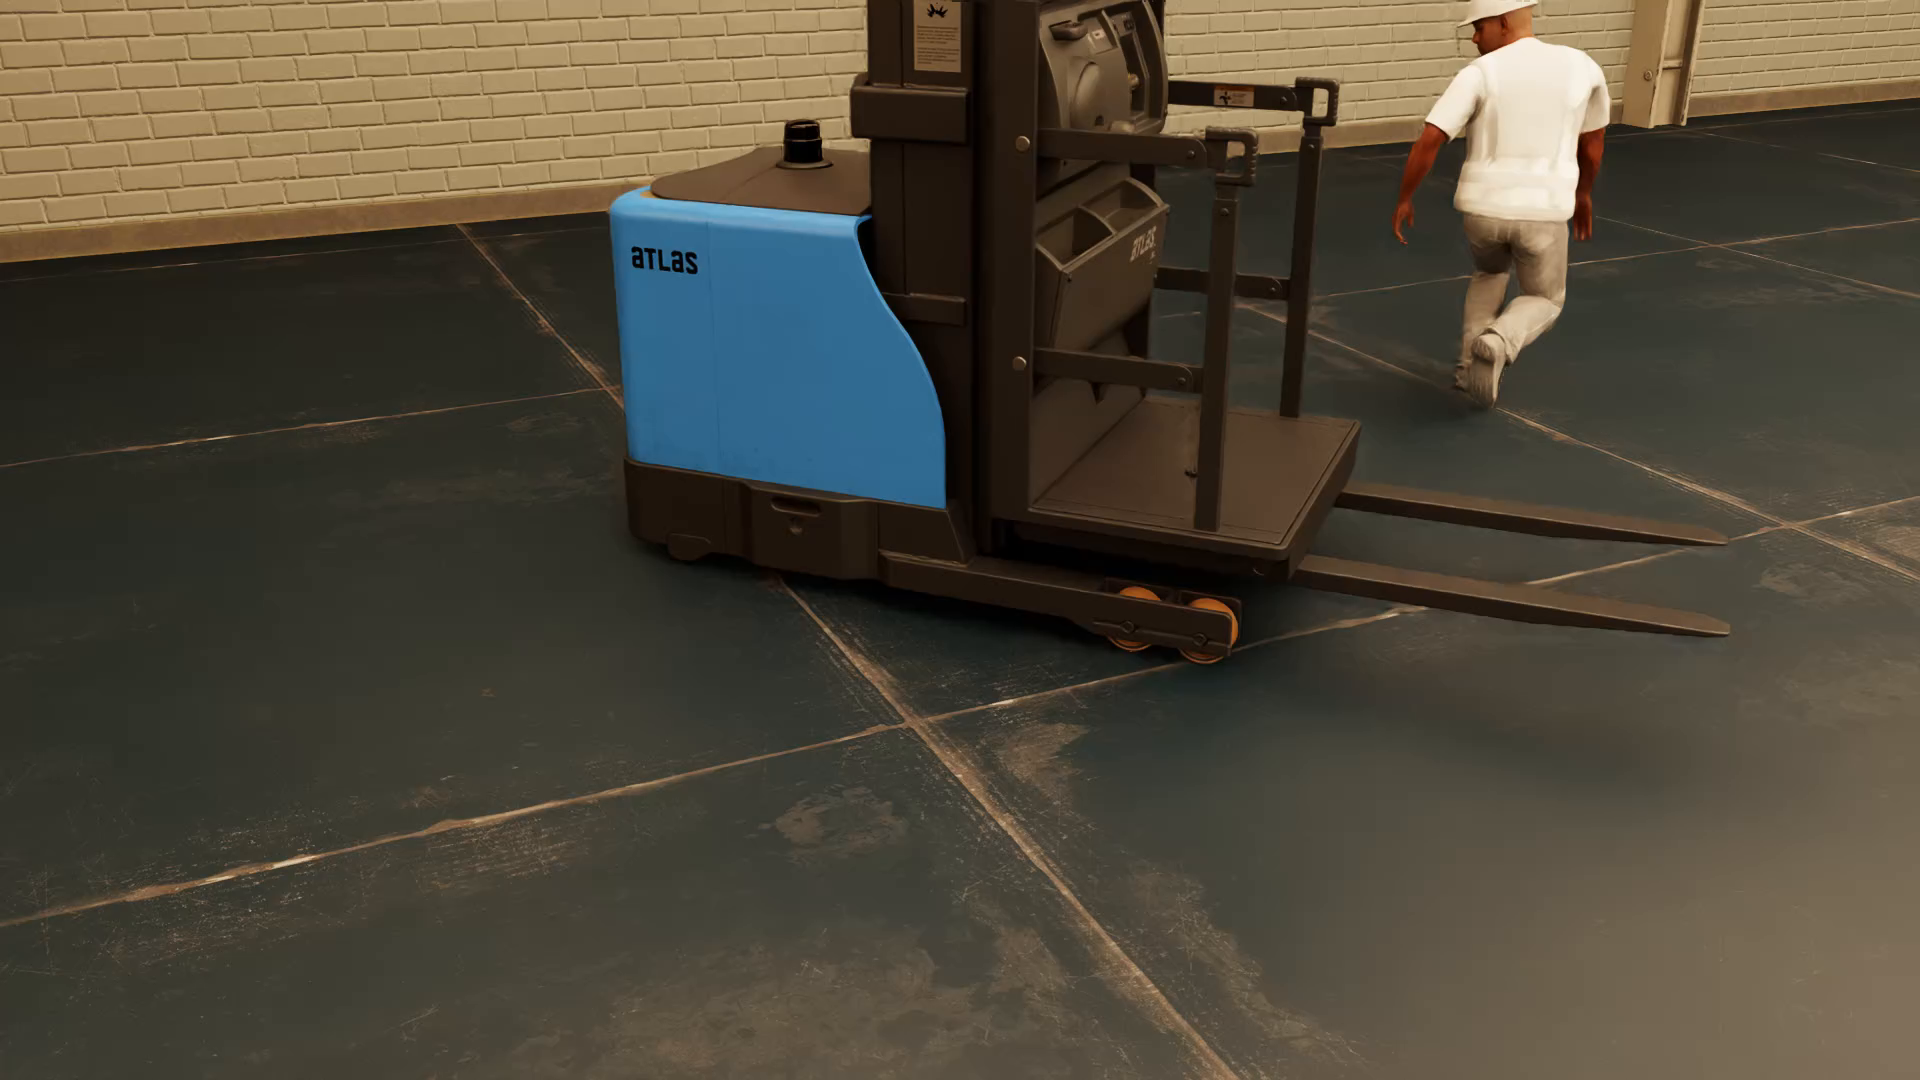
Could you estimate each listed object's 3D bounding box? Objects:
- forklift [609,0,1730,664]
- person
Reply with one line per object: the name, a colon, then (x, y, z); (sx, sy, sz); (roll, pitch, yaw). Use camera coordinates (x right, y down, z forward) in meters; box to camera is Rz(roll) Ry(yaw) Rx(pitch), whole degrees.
forklift: (0.573, -1.263, 4.326); (3.031, 2.935, 1.130); (9, 24, 21)
person: (2.009, -1.289, 6.235); (0.732, 1.547, 0.722); (8, 24, 18)
